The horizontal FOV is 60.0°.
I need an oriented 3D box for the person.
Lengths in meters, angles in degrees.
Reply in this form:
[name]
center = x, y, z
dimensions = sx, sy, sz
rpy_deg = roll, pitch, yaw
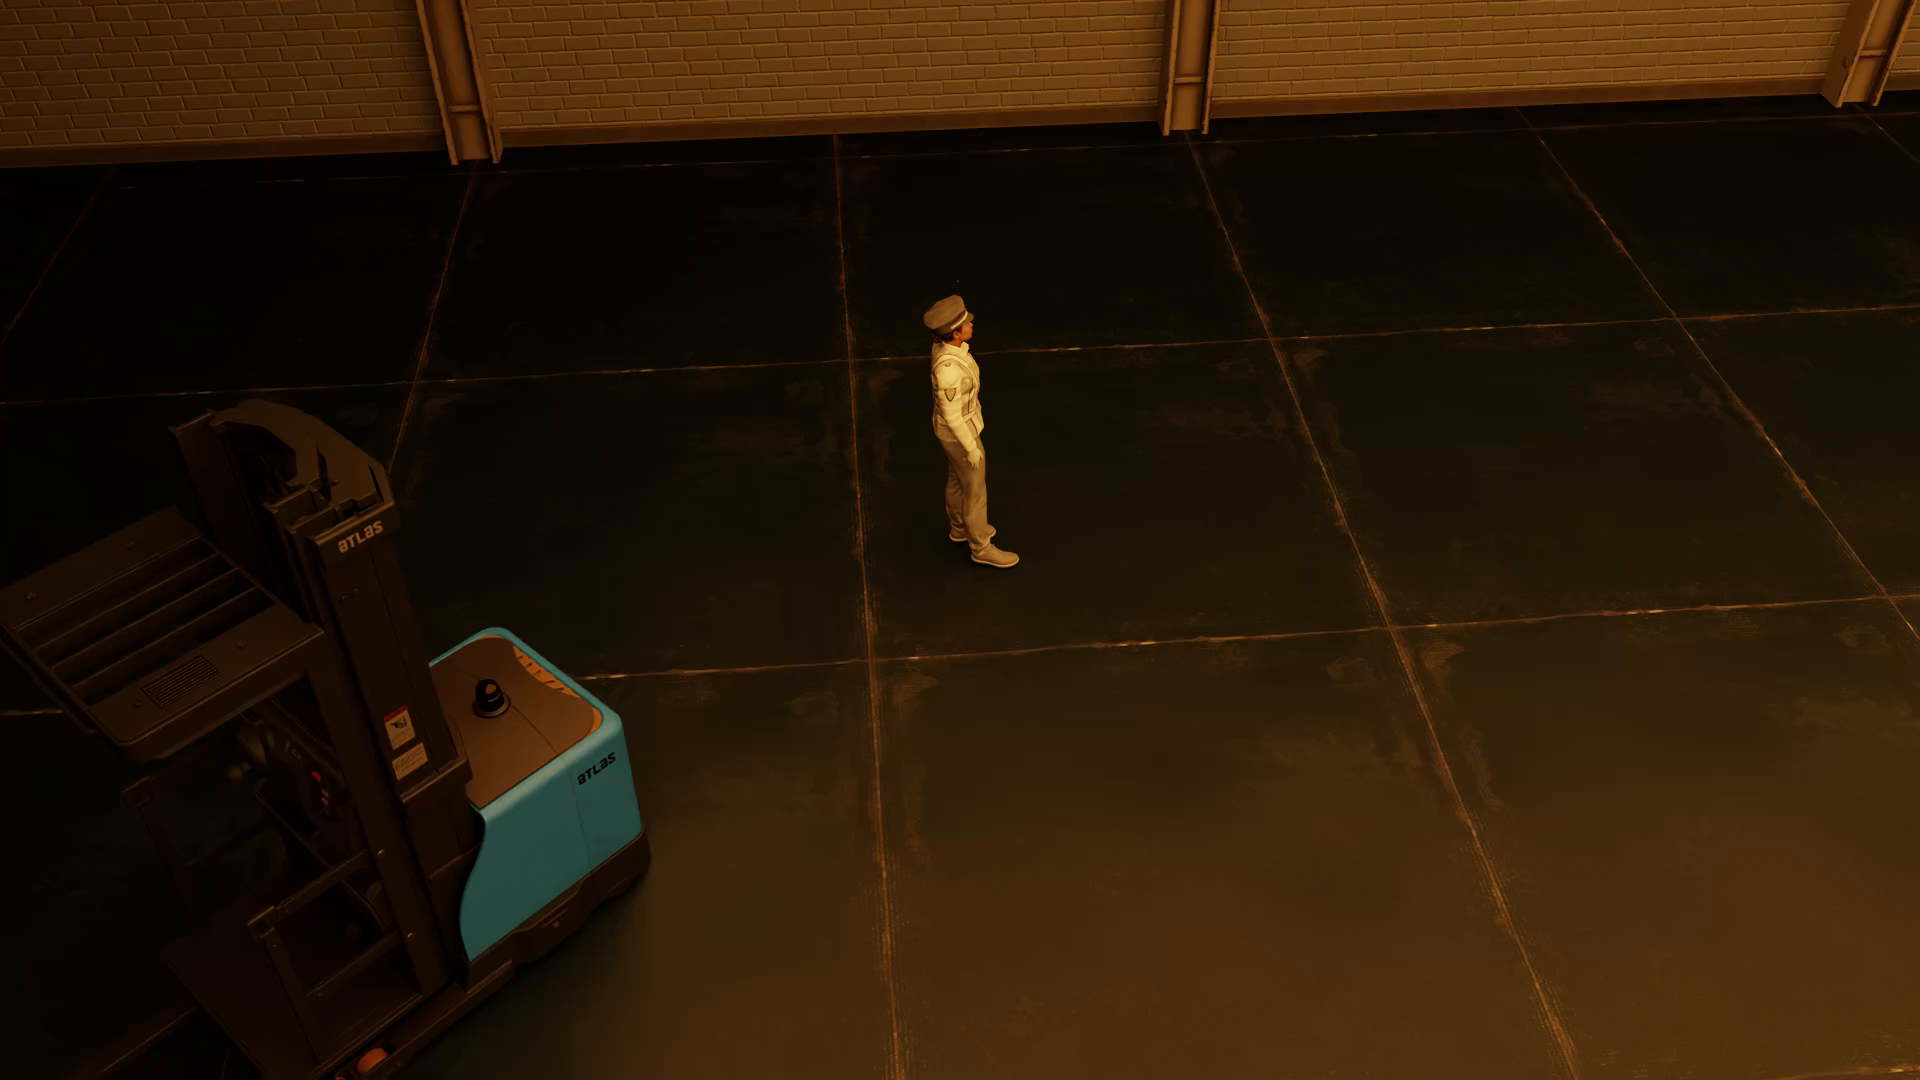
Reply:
[person]
center = 0.069, -0.649, 9.637
dimensions = 0.531, 1.695, 0.587
rpy_deg = -3, 41, -4

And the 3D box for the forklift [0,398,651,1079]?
[forklift]
center = -2.892, 1.019, 6.746
dimensions = 1.130, 2.935, 3.031
rpy_deg = 30, 49, 31
